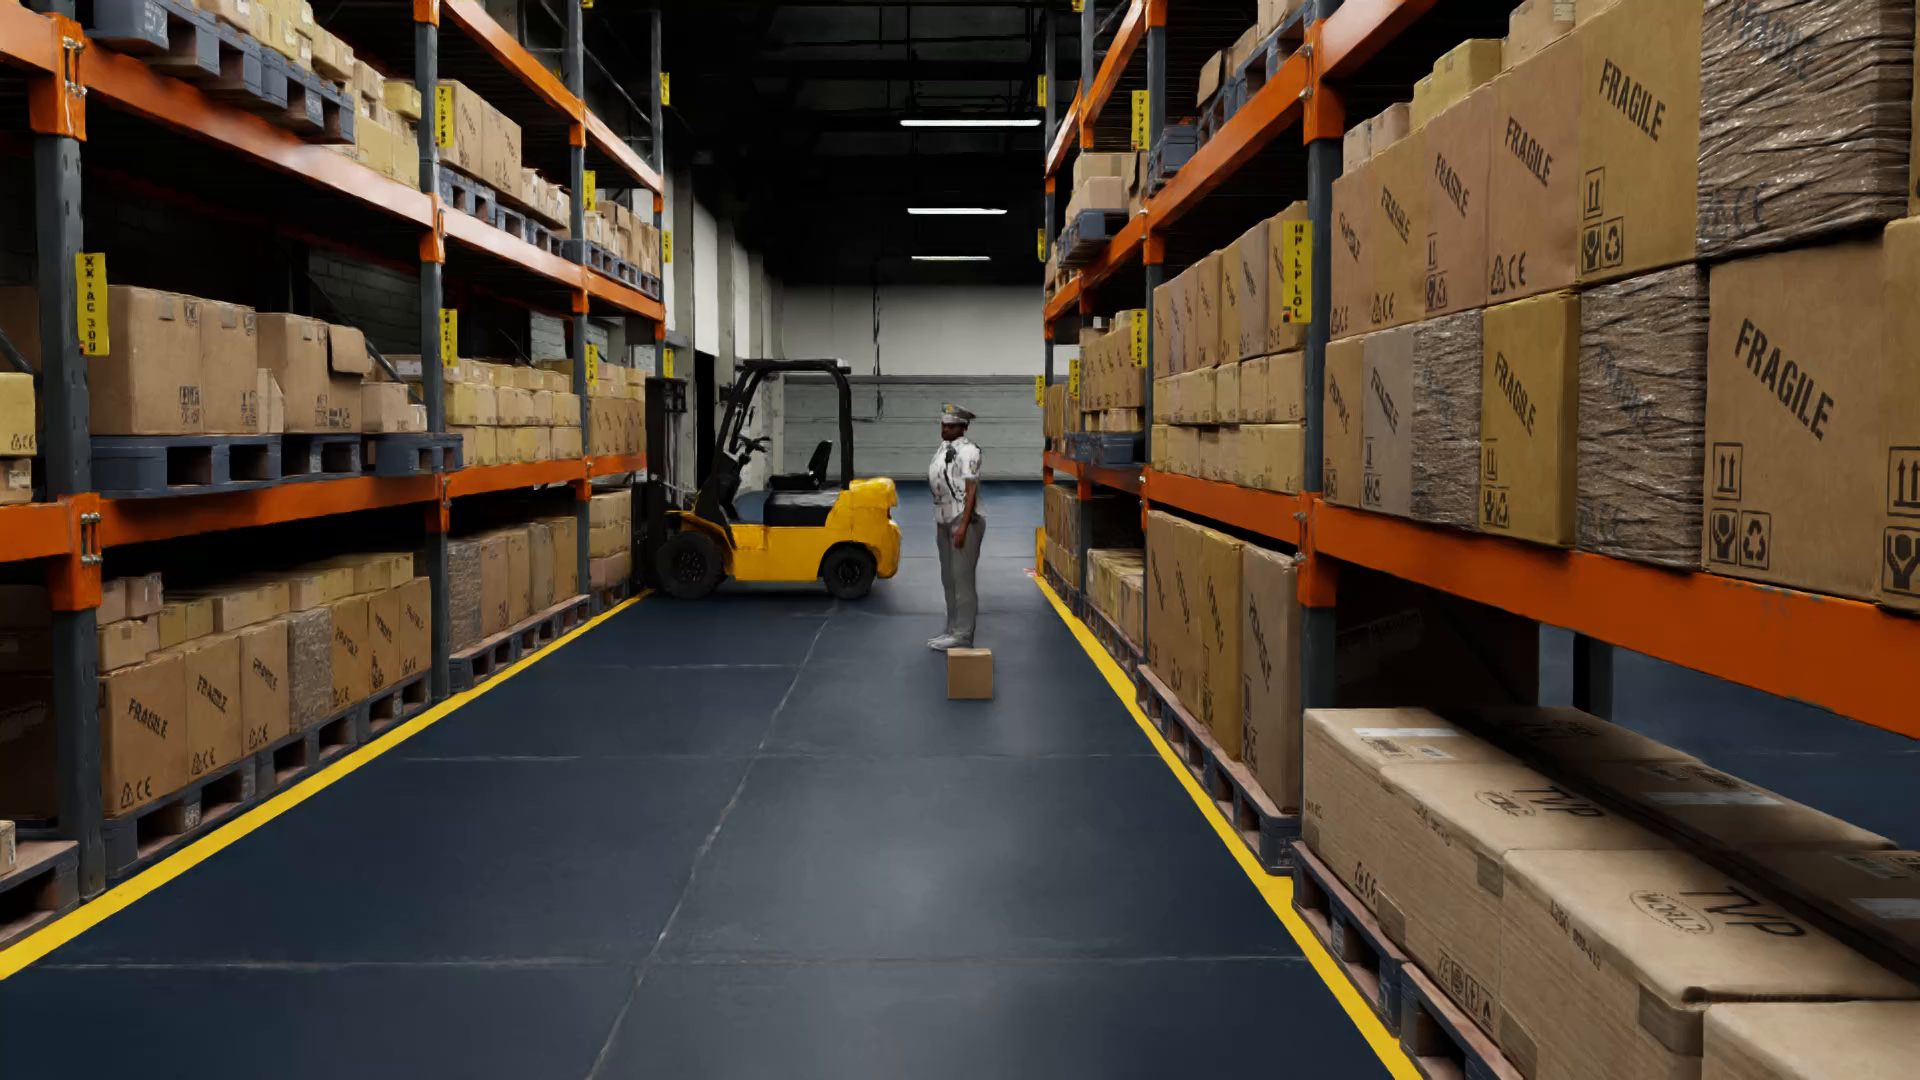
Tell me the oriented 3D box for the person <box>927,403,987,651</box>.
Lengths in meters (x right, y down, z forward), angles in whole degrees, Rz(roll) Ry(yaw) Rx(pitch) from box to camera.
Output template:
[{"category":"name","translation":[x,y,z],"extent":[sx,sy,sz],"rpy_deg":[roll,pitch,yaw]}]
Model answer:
[{"category":"person","translation":[-0.065,-0.089,11.317],"extent":[0.430,1.685,0.519],"rpy_deg":[-2,4,-30]}]
